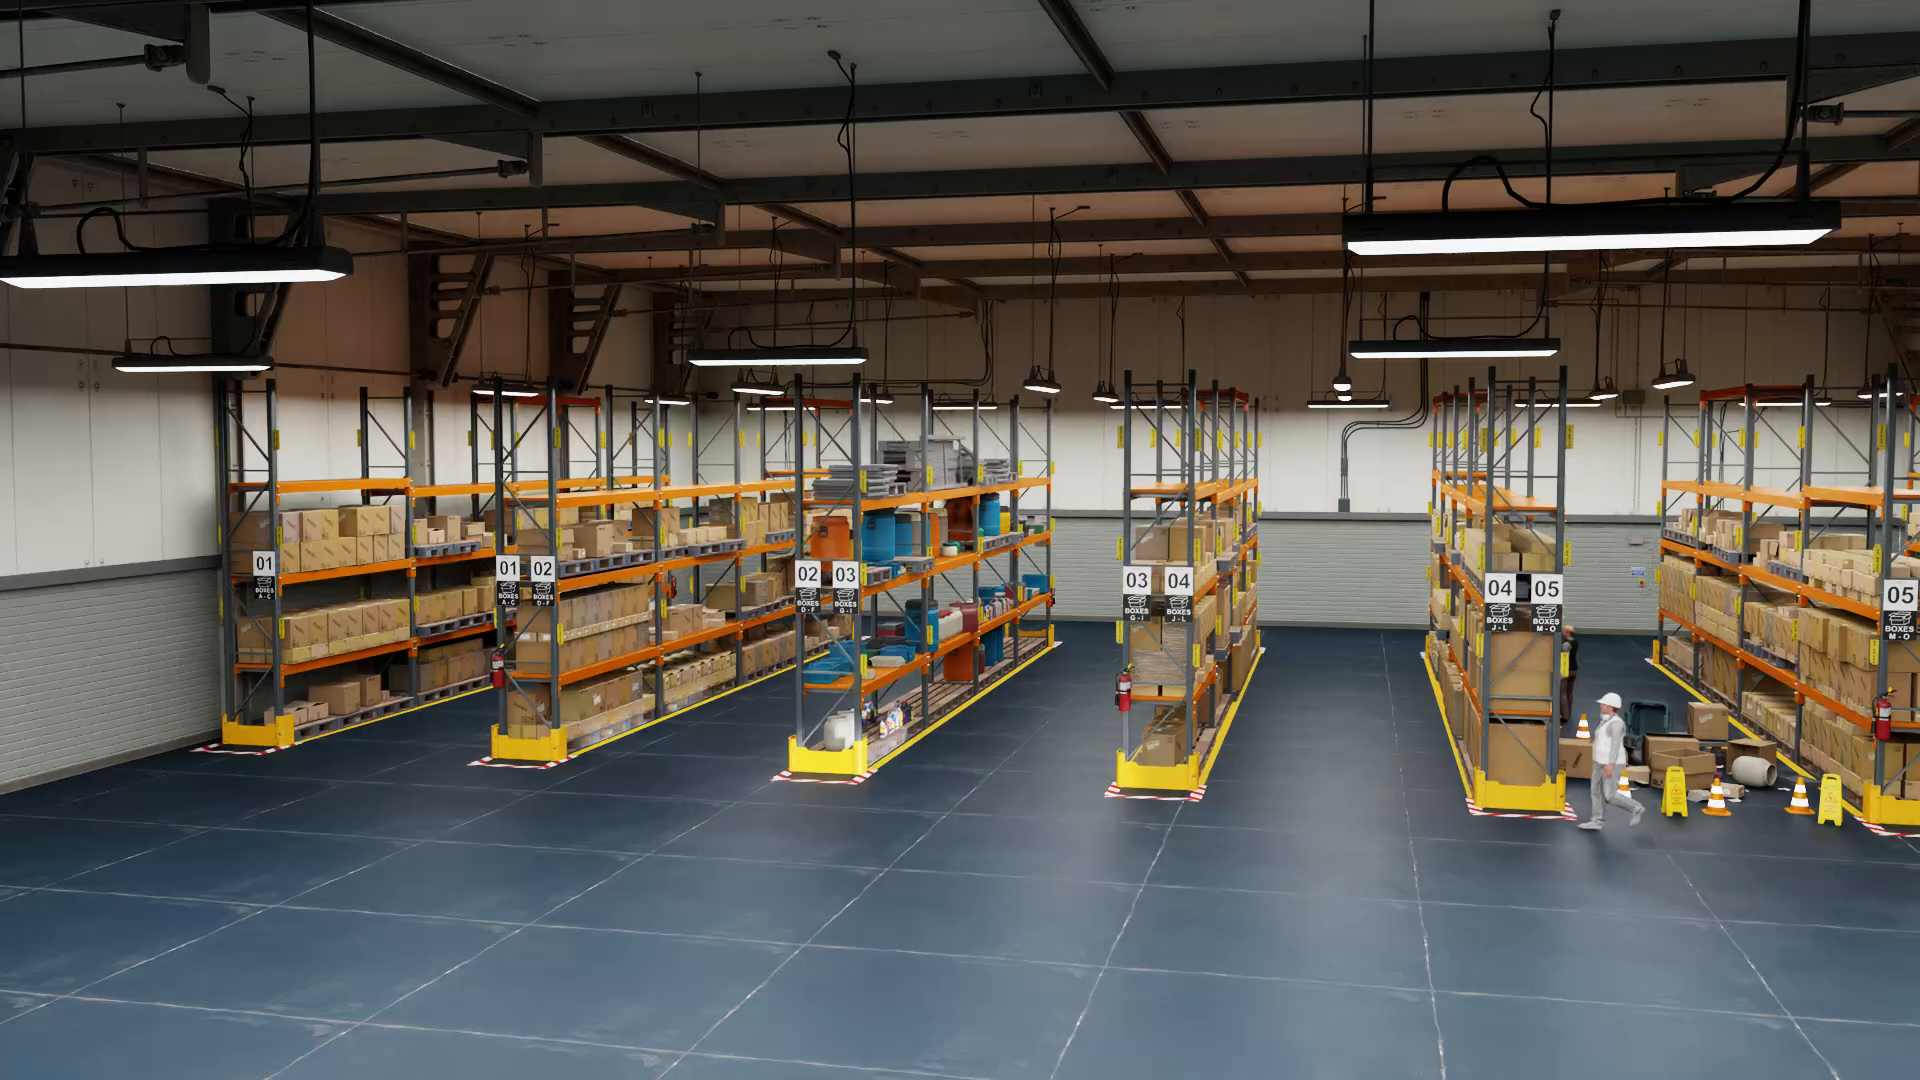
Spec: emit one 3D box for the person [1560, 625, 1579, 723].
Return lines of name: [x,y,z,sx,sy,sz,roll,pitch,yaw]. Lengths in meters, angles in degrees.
person: [10.771,2.369,29.715,0.554,1.716,0.577,-2,4,-29]

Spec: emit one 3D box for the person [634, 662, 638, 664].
person: [-7.185,1.928,37.350,0.556,1.637,0.920,0,3,4]

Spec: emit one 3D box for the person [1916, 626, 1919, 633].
person: [17.077,2.378,29.655,0.561,1.713,0.656,0,3,3]

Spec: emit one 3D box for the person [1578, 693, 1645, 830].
person: [8.336,2.837,21.253,0.743,1.766,0.511,0,3,-8]
